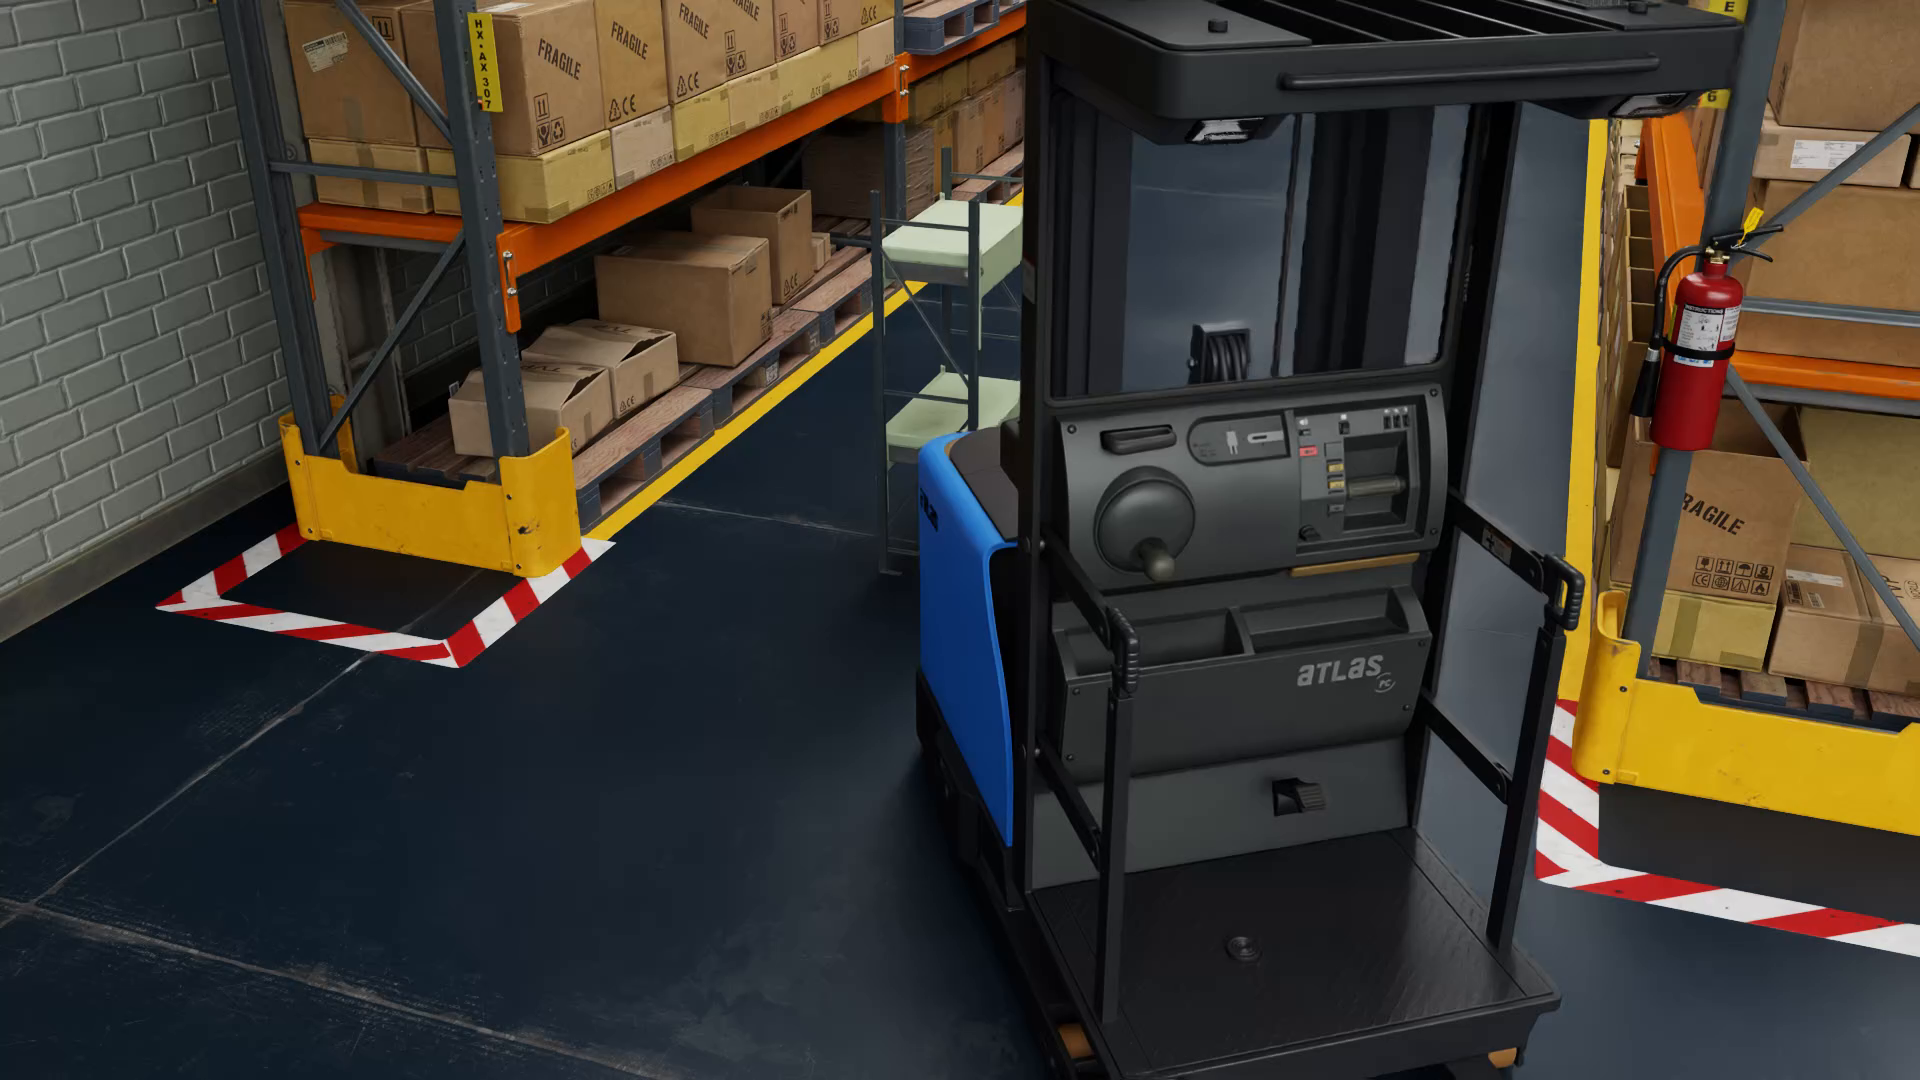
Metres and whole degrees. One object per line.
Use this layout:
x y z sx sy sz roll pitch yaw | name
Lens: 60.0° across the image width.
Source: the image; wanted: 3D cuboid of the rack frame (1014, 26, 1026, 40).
0.524 -4.608 12.824 1.000 3.000 0.127 9 27 17 | rack frame

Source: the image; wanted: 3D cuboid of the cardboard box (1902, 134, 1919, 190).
2.869 -1.070 4.659 0.380 0.149 0.250 9 27 17 | cardboard box

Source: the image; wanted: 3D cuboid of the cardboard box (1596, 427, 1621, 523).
2.755 -0.231 6.458 0.500 0.250 0.500 9 27 17 | cardboard box

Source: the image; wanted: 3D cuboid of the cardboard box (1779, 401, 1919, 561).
3.088 -0.286 5.712 0.500 0.500 0.500 9 27 17 | cardboard box

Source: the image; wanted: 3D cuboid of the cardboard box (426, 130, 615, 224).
-1.676 -1.416 6.382 0.500 0.250 0.500 8 27 16 | cardboard box

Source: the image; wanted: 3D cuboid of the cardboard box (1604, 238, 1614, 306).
3.731 -1.411 8.895 0.500 0.250 0.500 8 27 17 | cardboard box

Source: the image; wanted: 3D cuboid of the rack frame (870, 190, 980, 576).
-0.124 -0.522 6.107 0.400 1.500 0.023 9 27 17 | rack frame

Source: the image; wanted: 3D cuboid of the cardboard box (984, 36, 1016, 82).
0.085 -3.489 12.018 0.500 0.250 0.500 9 27 18 | cardboard box

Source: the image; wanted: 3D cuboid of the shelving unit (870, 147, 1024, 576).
-0.002 -0.672 6.417 0.431 1.500 0.755 9 27 17 | shelving unit

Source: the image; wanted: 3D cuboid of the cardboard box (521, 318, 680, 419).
-1.633 -0.813 7.568 0.500 0.311 0.500 11 28 22 | cardboard box

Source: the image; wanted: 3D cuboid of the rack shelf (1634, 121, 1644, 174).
4.532 -2.745 9.803 1.077 0.370 4.000 9 27 17 | rack shelf

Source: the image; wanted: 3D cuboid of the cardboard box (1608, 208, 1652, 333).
3.257 -1.184 7.566 0.500 0.500 0.500 9 27 17 | cardboard box

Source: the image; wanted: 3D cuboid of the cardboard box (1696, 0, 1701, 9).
3.594 -2.502 7.616 0.380 0.149 0.250 9 27 17 | cardboard box

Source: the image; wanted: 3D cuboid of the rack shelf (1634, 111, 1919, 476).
3.200 -1.101 6.408 1.077 0.370 4.000 9 27 17 | rack shelf

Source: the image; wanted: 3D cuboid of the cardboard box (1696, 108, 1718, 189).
3.384 -1.685 6.674 0.700 0.500 0.500 9 27 18 | cardboard box

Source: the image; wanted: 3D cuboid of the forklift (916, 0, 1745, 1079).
0.733 -0.098 3.589 1.130 2.935 3.031 -7 27 -13 | forklift

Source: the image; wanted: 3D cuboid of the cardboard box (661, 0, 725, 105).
-1.344 -2.165 7.067 0.500 0.500 0.500 8 27 16 | cardboard box

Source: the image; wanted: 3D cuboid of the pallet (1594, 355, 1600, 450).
3.562 -0.671 7.894 1.003 0.211 1.213 9 27 17 | pallet

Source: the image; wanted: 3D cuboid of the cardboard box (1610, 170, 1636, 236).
3.898 -1.874 9.207 0.500 0.311 0.500 10 27 19 | cardboard box

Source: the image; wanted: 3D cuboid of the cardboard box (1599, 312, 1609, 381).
3.255 -0.847 7.731 0.500 0.250 0.500 9 27 17 | cardboard box

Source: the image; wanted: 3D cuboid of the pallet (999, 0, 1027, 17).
-0.096 -3.702 11.174 1.003 0.211 1.213 9 27 17 | pallet

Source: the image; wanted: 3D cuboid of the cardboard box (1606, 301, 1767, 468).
2.752 -0.569 6.295 0.500 0.500 0.500 9 27 17 | cardboard box

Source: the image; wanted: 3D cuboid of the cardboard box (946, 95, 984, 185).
-0.245 -2.765 11.382 0.700 0.500 0.500 9 27 18 | cardboard box

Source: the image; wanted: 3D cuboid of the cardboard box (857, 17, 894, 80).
-0.678 -2.667 8.965 0.500 0.250 0.500 9 27 18 | cardboard box

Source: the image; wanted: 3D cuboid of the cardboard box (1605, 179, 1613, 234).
4.241 -2.038 10.190 0.500 0.250 0.500 9 27 18 | cardboard box

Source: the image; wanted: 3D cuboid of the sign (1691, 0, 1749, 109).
2.028 -1.315 4.424 0.100 0.325 0.005 9 27 17 | sign

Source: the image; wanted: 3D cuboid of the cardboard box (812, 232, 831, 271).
-0.956 -1.662 9.488 0.380 0.166 0.250 5 26 11 | cardboard box

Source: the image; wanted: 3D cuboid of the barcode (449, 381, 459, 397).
-2.194 -0.649 7.218 0.001 0.075 0.075 9 27 17 | barcode

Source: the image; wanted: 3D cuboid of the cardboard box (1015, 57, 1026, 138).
0.334 -3.377 12.646 0.700 0.500 0.500 9 27 18 | cardboard box

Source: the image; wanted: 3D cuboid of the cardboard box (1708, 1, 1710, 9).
3.340 -2.184 6.960 0.380 0.149 0.250 8 27 17 | cardboard box

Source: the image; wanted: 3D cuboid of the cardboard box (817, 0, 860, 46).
-0.833 -2.798 8.375 0.500 0.500 0.500 9 27 17 | cardboard box

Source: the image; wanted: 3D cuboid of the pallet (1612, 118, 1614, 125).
5.889 -3.437 13.606 1.003 0.211 1.213 9 27 17 | pallet

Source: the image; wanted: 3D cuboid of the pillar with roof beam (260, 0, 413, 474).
1.339 -3.809 4.291 9.100 9.000 0.400 9 27 17 | pillar with roof beam

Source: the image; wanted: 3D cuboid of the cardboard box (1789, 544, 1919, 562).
3.086 0.051 5.875 0.500 0.250 0.500 9 27 17 | cardboard box

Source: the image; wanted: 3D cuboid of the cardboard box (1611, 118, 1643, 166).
4.407 -2.496 10.492 0.500 0.311 0.500 8 27 16 | cardboard box

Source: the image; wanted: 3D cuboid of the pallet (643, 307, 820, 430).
-1.401 -0.925 8.417 1.003 0.211 1.213 9 27 17 | pallet

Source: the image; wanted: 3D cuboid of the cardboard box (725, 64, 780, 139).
-1.171 -2.047 7.686 0.500 0.250 0.500 9 27 18 | cardboard box

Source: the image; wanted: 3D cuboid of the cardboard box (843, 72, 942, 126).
-0.434 -2.861 10.719 0.500 0.250 0.500 8 27 16 | cardboard box

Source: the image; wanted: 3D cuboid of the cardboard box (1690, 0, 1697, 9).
4.654 -3.244 9.893 0.500 0.500 0.500 7 27 15 | cardboard box

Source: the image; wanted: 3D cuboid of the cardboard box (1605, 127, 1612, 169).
4.746 -2.670 11.495 0.500 0.250 0.500 9 27 17 | cardboard box

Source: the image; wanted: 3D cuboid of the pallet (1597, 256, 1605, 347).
4.074 -1.300 9.193 1.003 0.211 1.213 9 27 17 | pallet
